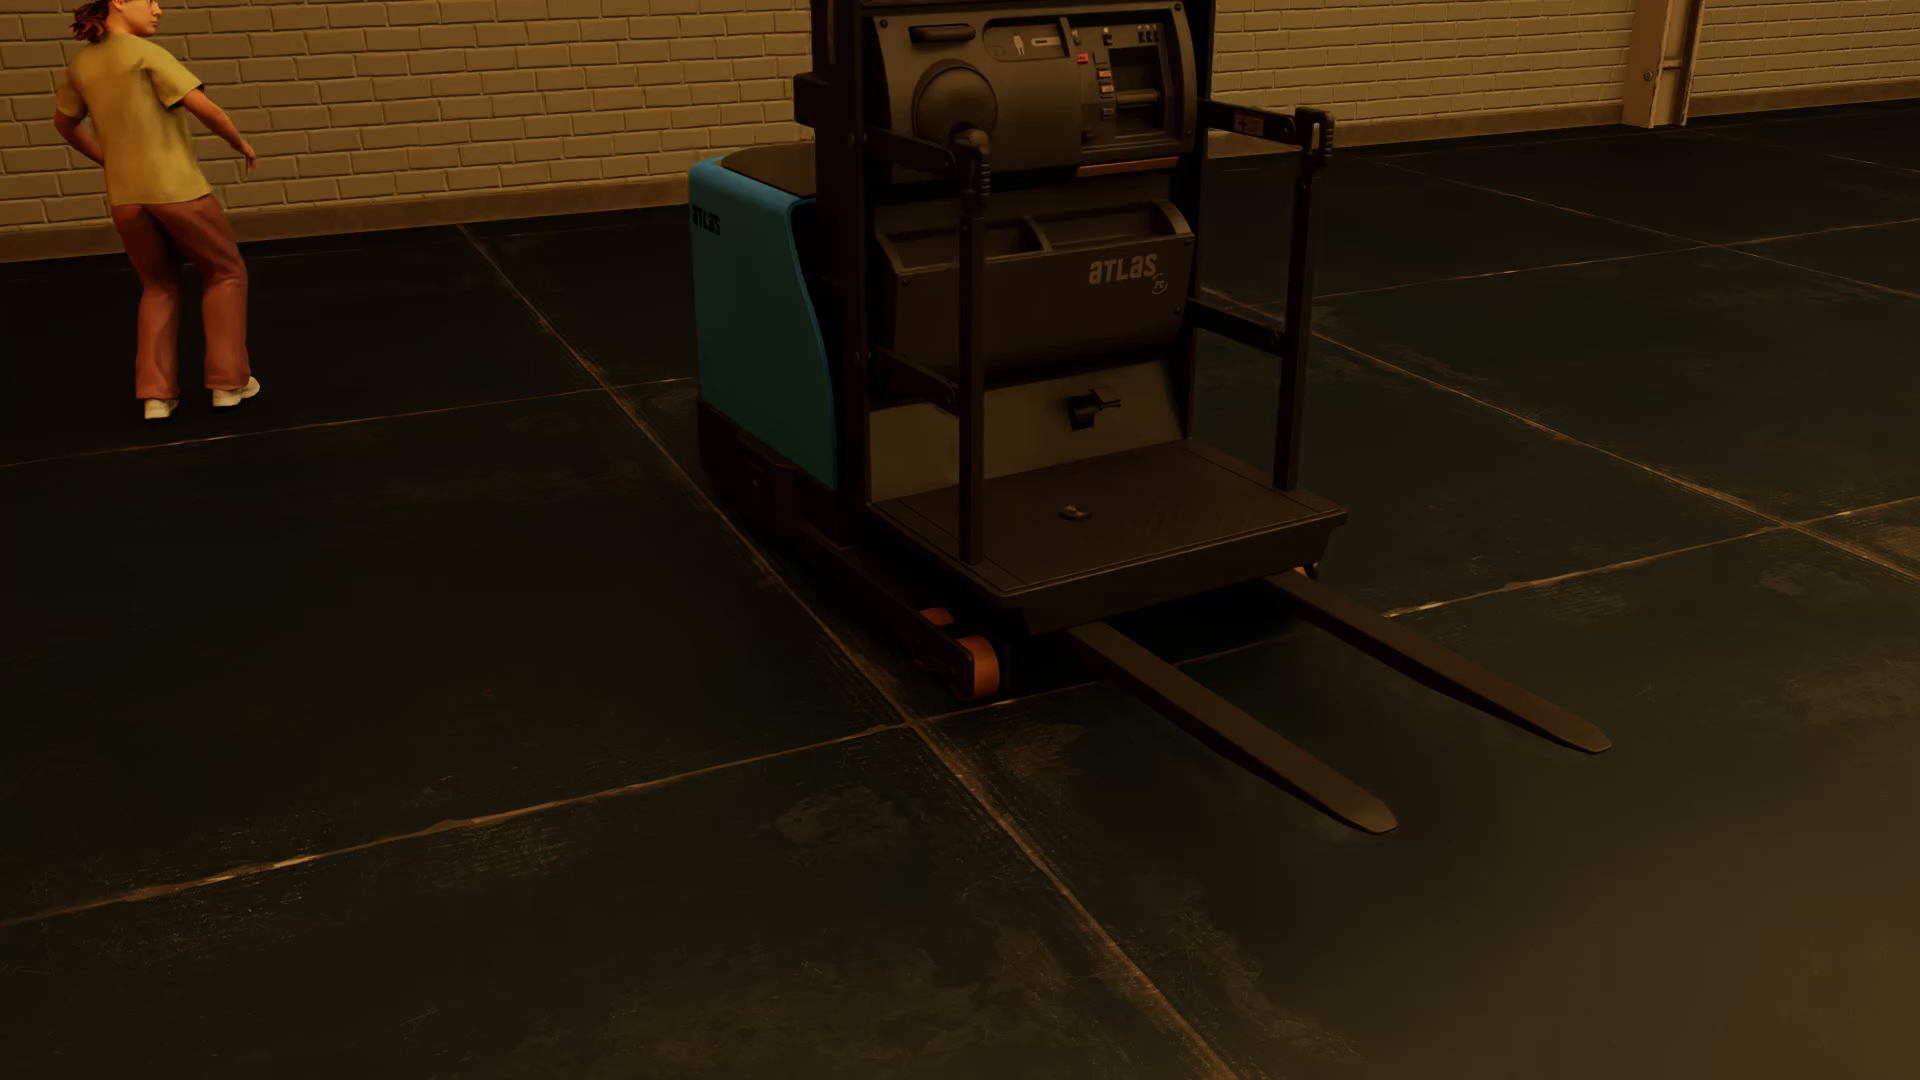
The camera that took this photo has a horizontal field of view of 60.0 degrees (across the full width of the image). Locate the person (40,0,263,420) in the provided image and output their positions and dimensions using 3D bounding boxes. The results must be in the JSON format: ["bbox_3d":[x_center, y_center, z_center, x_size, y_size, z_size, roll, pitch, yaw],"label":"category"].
[{"bbox_3d":[-2.938,-1.271,6.040,0.653,1.641,0.476,5,23,11],"label":"person"}]

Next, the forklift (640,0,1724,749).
[{"bbox_3d":[0.466,-1.199,4.172,3.031,2.935,1.130,19,29,38],"label":"forklift"}]
